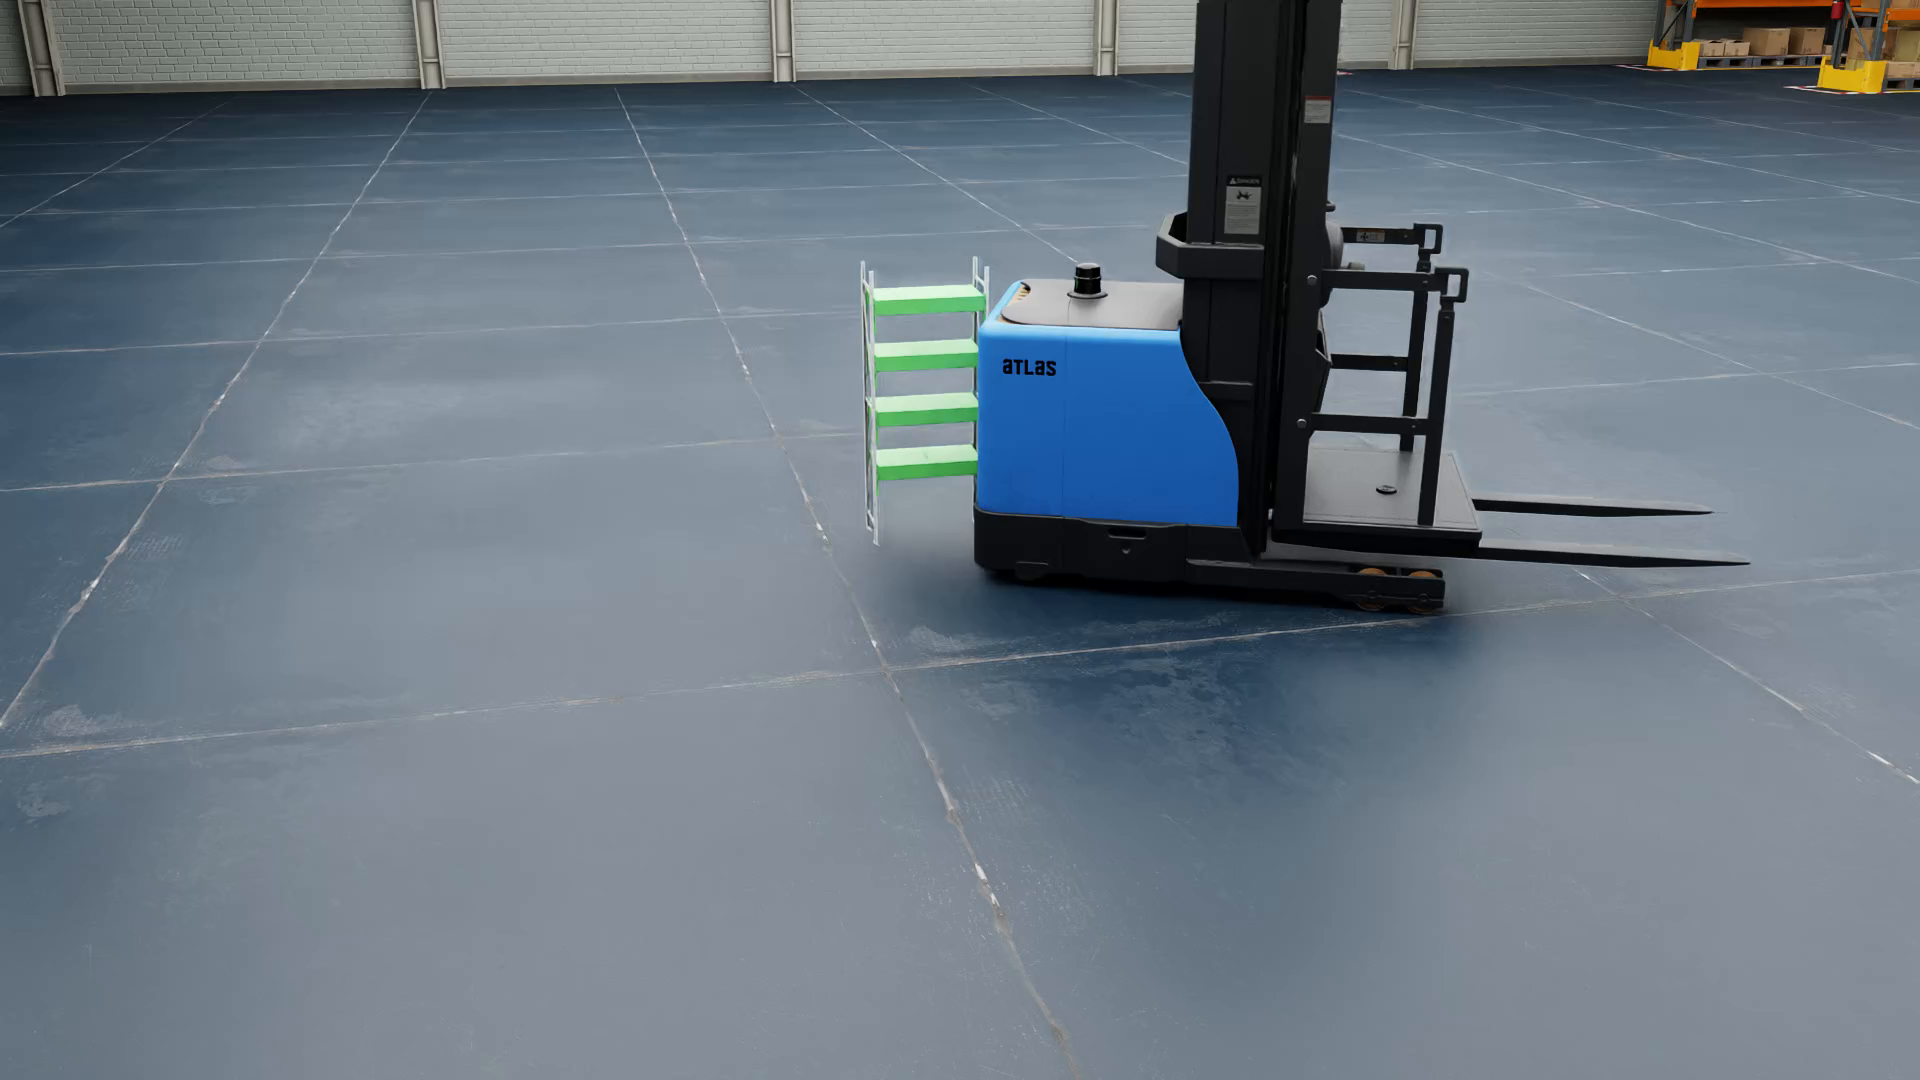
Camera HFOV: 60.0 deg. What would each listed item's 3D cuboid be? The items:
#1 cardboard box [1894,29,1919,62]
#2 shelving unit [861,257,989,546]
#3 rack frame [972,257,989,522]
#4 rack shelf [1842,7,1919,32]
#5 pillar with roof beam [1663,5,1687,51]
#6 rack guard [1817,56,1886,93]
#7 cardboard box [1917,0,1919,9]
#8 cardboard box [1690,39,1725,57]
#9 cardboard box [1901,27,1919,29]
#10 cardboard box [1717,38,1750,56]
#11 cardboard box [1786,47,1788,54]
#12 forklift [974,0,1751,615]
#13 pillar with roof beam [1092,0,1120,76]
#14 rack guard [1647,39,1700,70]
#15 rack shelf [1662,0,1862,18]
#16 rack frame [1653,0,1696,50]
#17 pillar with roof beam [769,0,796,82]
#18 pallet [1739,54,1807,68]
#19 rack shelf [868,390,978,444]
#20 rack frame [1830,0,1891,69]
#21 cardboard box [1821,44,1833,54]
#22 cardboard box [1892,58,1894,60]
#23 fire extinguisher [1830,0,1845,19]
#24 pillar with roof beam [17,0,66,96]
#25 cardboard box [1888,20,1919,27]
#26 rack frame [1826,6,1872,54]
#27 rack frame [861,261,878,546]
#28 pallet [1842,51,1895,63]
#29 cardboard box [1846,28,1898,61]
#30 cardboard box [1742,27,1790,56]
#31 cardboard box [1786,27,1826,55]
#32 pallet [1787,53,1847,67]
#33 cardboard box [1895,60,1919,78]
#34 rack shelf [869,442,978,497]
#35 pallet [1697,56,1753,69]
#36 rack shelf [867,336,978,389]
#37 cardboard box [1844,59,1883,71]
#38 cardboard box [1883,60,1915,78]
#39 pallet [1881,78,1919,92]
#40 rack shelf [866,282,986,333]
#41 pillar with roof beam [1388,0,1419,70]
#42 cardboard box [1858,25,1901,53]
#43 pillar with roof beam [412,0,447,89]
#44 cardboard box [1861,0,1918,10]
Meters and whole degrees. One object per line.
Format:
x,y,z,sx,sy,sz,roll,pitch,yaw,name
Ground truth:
16.097,-8.292,27.886,0.500,0.500,0.500,-5,21,-12,cardboard box
-0.150,-0.597,7.201,0.503,1.200,0.258,-4,21,-11,shelving unit
0.089,-0.615,7.249,0.015,1.200,0.240,-4,21,-11,rack frame
16.984,-8.846,28.147,4.000,0.370,1.077,-5,21,-12,rack shelf
15.367,-12.404,28.093,0.400,9.000,9.100,-5,21,-12,pillar with roof beam
15.015,-7.849,28.016,0.348,0.500,1.175,-5,21,-12,rack guard
16.005,-9.148,27.781,0.500,0.500,0.700,-4,21,-11,cardboard box
14.588,-9.652,32.571,0.500,0.311,0.500,-7,21,-19,cardboard box
16.461,-8.509,28.480,0.500,0.500,0.500,-5,21,-12,cardboard box
15.143,-9.697,32.694,0.500,0.311,0.500,-3,20,-8,cardboard box
16.226,-9.748,33.069,0.250,0.149,0.380,-6,21,-17,cardboard box
1.624,-1.282,6.554,3.031,2.935,1.130,3,20,9,forklift
3.689,-11.454,25.500,0.400,9.000,9.100,-5,21,-12,pillar with roof beam
13.968,-9.515,32.564,0.348,0.500,1.175,-5,21,-12,rack guard
15.841,-10.504,32.673,4.000,0.370,1.077,-5,21,-12,rack shelf
13.894,-10.683,32.117,0.127,3.000,1.000,-5,21,-12,rack frame
-2.150,-10.979,24.204,0.400,9.000,9.100,-5,21,-12,pillar with roof beam
15.952,-9.527,33.017,1.213,0.211,1.003,-5,21,-12,pallet
-0.150,-0.537,7.223,0.480,0.148,0.258,-4,21,-11,rack shelf
15.038,-9.025,27.591,0.127,3.000,1.000,-5,21,-12,rack frame
17.273,-9.823,33.250,0.250,0.166,0.380,-7,21,-20,cardboard box
15.976,-8.116,28.497,0.500,0.250,0.500,-5,21,-12,cardboard box
14.816,-9.135,28.004,0.183,0.674,0.296,-5,21,-12,fire extinguisher
-13.828,-10.029,21.611,0.400,9.000,9.100,-5,21,-12,pillar with roof beam
18.927,-10.484,33.479,0.500,0.250,0.500,-5,21,-14,cardboard box
17.787,-11.000,32.981,0.127,3.000,1.000,-5,21,-12,rack frame
-0.388,-0.580,7.153,0.015,1.200,0.240,-4,21,-11,rack frame
18.544,-9.752,33.631,1.213,0.211,1.003,-5,21,-12,pallet
15.491,-8.425,28.251,0.500,0.500,0.500,-5,21,-12,cardboard box
15.869,-9.827,32.775,0.500,0.500,0.700,-6,21,-16,cardboard box
16.786,-9.937,33.075,0.500,0.500,0.500,-6,21,-17,cardboard box
17.142,-9.625,33.284,1.213,0.211,1.003,-5,21,-12,pallet
16.097,-7.940,28.016,0.500,0.250,0.500,-5,21,-12,cardboard box
-0.150,-0.312,7.306,0.480,0.148,0.258,-4,21,-11,rack shelf
14.767,-9.432,32.756,1.213,0.211,1.003,-5,21,-12,pallet
-0.150,-0.763,7.141,0.480,0.148,0.258,-4,21,-11,rack shelf
15.492,-8.073,28.378,0.500,0.250,0.500,-5,21,-12,cardboard box
15.611,-7.899,27.905,0.500,0.250,0.500,-5,21,-12,cardboard box
15.773,-7.790,28.275,1.213,0.211,1.003,-5,21,-12,pallet
-0.150,-0.988,7.058,0.480,0.148,0.258,-4,21,-11,rack shelf
9.528,-11.929,26.797,0.400,9.000,9.100,-5,21,-12,pillar with roof beam
18.500,-10.096,33.510,0.500,0.500,0.700,-4,20,-11,cardboard box
-7.989,-10.504,22.907,0.400,9.000,9.100,-5,21,-12,pillar with roof beam
15.495,-9.105,27.663,0.500,0.500,0.700,-5,21,-12,cardboard box
